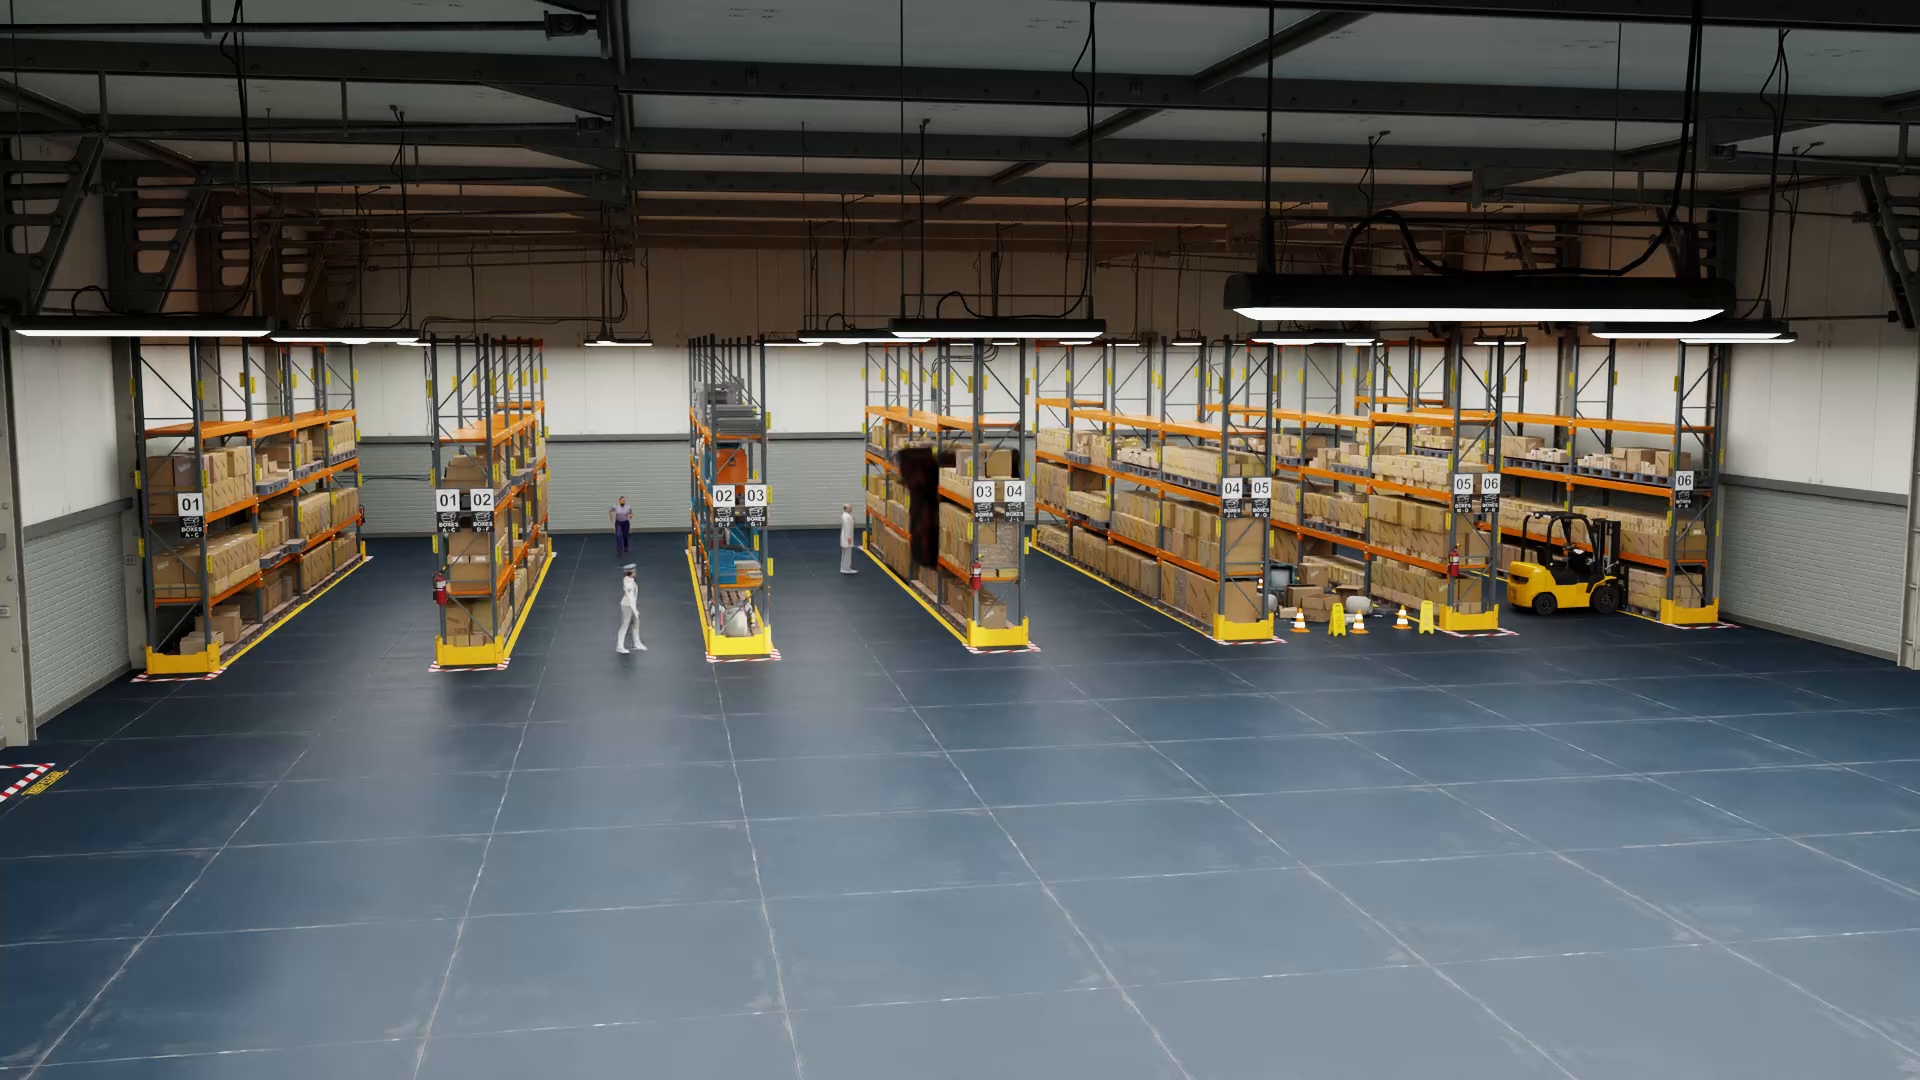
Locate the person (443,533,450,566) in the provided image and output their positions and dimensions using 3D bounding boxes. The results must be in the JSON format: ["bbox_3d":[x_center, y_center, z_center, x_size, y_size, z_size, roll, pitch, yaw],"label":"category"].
[{"bbox_3d":[-13.459,-0.219,44.143,0.463,1.794,0.574,0,7,1],"label":"person"}]

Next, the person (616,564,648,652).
[{"bbox_3d":[-6.253,1.298,31.576,0.519,1.698,0.637,0,7,2],"label":"person"}]

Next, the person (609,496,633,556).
[{"bbox_3d":[-9.450,-0.407,46.355,0.656,1.578,1.028,-1,7,-8],"label":"person"}]

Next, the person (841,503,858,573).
[{"bbox_3d":[-2.848,-0.047,42.547,0.430,1.781,0.668,-1,7,-7],"label":"person"}]
